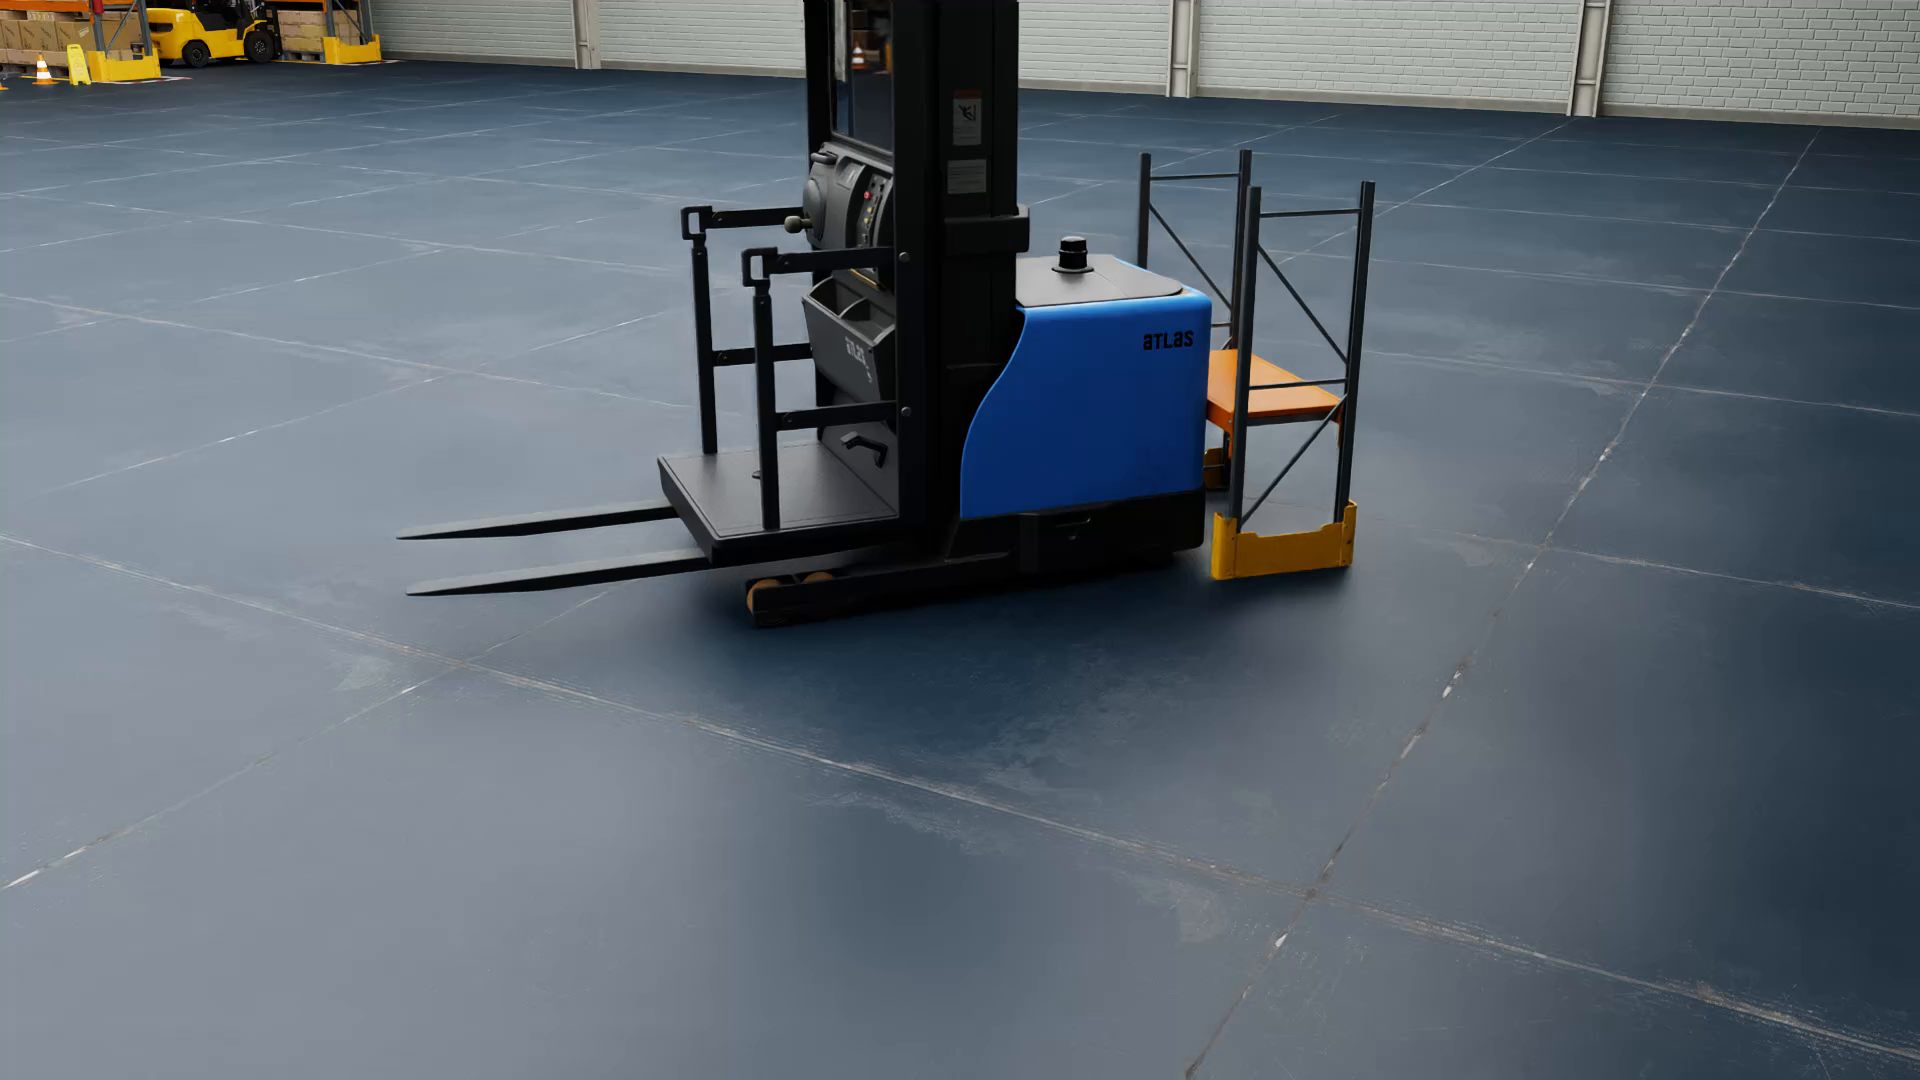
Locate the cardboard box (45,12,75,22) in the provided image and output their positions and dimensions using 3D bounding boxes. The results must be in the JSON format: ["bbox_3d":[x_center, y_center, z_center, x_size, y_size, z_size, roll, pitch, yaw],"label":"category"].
[{"bbox_3d":[-15.689,-9.123,28.981,0.250,0.149,0.380,12,23,29],"label":"cardboard box"}]

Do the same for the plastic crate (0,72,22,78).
[{"bbox_3d":[-17.031,-8.251,29.495,0.583,0.080,0.402,3,20,9],"label":"plastic crate"}]

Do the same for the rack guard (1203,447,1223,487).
[{"bbox_3d":[0.984,-0.329,7.406,0.587,0.250,0.087,-6,21,-16],"label":"rack guard"}]

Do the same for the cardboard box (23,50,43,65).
[{"bbox_3d":[-16.254,-8.597,29.582,0.500,0.250,0.500,10,22,25],"label":"cardboard box"}]

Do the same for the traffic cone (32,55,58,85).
[{"bbox_3d":[-15.514,-7.959,28.127,0.334,0.463,0.336,11,23,27],"label":"traffic cone"}]

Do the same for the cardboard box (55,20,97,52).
[{"bbox_3d":[-15.336,-8.777,28.978,0.500,0.500,0.500,11,23,28],"label":"cardboard box"}]

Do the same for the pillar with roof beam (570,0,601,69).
[{"bbox_3d":[-9.122,-11.867,26.383,0.400,9.000,9.100,11,23,27],"label":"pillar with roof beam"}]

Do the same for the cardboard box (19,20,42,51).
[{"bbox_3d":[-16.230,-8.948,29.452,0.500,0.500,0.500,10,22,26],"label":"cardboard box"}]

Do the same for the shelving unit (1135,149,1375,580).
[{"bbox_3d":[1.126,-0.754,6.744,0.587,1.500,1.083,-6,21,-16],"label":"shelving unit"}]

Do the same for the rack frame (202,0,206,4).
[{"bbox_3d":[-15.584,-11.607,34.465,0.127,3.000,1.000,11,23,27],"label":"rack frame"}]

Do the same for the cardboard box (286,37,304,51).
[{"bbox_3d":[-13.086,-9.916,33.220,0.500,0.250,0.500,11,23,27],"label":"cardboard box"}]

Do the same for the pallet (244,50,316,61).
[{"bbox_3d":[-13.841,-9.949,33.983,1.213,0.211,1.003,11,23,27],"label":"pallet"}]

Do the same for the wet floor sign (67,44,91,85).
[{"bbox_3d":[-14.865,-8.007,27.992,0.267,0.644,0.232,-16,26,-38],"label":"wet floor sign"}]

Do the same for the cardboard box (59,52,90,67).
[{"bbox_3d":[-15.367,-8.427,29.114,0.500,0.250,0.500,11,23,27],"label":"cardboard box"}]

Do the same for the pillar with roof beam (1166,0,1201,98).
[{"bbox_3d":[1.355,-9.871,20.882,0.400,9.000,9.100,11,23,27],"label":"pillar with roof beam"}]

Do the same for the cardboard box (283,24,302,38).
[{"bbox_3d":[-13.102,-10.156,33.148,0.500,0.250,0.500,11,22,27],"label":"cardboard box"}]

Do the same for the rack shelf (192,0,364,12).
[{"bbox_3d":[-13.838,-10.936,33.671,4.000,0.370,1.077,11,23,27],"label":"rack shelf"}]

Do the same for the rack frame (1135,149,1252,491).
[{"bbox_3d":[0.984,-0.917,7.194,0.500,1.500,0.032,-6,21,-16],"label":"rack frame"}]

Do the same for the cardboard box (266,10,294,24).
[{"bbox_3d":[-13.540,-10.465,33.265,0.500,0.250,0.500,11,23,28],"label":"cardboard box"}]

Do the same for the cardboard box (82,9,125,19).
[{"bbox_3d":[-18.538,-11.246,36.335,0.625,0.625,0.875,12,23,29],"label":"cardboard box"}]

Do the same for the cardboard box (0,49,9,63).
[{"bbox_3d":[-17.147,-8.770,30.059,0.500,0.250,0.500,12,23,30],"label":"cardboard box"}]

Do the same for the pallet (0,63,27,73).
[{"bbox_3d":[-17.398,-8.717,30.586,1.213,0.211,1.003,11,23,27],"label":"pallet"}]

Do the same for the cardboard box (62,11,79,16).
[{"bbox_3d":[-19.631,-11.606,36.561,0.250,0.149,0.380,10,22,25],"label":"cardboard box"}]

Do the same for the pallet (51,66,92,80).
[{"bbox_3d":[-15.268,-8.311,29.467,1.213,0.211,1.003,11,23,27],"label":"pallet"}]

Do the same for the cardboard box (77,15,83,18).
[{"bbox_3d":[-19.550,-11.301,36.671,0.500,0.500,0.500,12,23,29],"label":"cardboard box"}]

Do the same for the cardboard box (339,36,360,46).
[{"bbox_3d":[-12.425,-9.987,33.414,0.500,0.250,0.500,11,23,28],"label":"cardboard box"}]

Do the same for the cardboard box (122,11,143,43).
[{"bbox_3d":[-17.376,-11.027,35.733,0.625,0.625,0.875,10,22,25],"label":"cardboard box"}]

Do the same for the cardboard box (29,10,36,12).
[{"bbox_3d":[-20.519,-11.798,37.090,0.250,0.149,0.380,10,22,26],"label":"cardboard box"}]

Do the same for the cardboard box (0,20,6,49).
[{"bbox_3d":[-17.145,-9.122,29.931,0.500,0.500,0.500,12,23,29],"label":"cardboard box"}]

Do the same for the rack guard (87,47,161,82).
[{"bbox_3d":[-14.576,-8.301,29.017,0.348,0.500,1.175,11,23,27],"label":"rack guard"}]

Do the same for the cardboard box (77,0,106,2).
[{"bbox_3d":[-14.940,-9.344,28.594,0.250,0.149,0.380,12,23,29],"label":"cardboard box"}]

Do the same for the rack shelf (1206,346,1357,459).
[{"bbox_3d":[1.129,-0.582,6.797,0.538,0.185,1.000,-6,21,-16],"label":"rack shelf"}]

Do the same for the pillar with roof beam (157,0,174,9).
[{"bbox_3d":[-19.598,-13.862,31.885,0.400,9.000,9.100,11,23,27],"label":"pillar with roof beam"}]

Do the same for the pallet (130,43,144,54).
[{"bbox_3d":[-17.315,-10.610,35.804,1.213,0.211,1.003,11,23,27],"label":"pallet"}]

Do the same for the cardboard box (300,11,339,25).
[{"bbox_3d":[-12.646,-10.301,32.813,0.500,0.250,0.500,12,23,29],"label":"cardboard box"}]

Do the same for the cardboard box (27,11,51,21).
[{"bbox_3d":[-16.136,-9.210,29.221,0.250,0.149,0.380,12,23,30],"label":"cardboard box"}]

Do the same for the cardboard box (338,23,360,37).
[{"bbox_3d":[-12.401,-10.222,33.329,0.500,0.250,0.500,11,23,28],"label":"cardboard box"}]

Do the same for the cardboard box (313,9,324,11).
[{"bbox_3d":[-12.857,-10.535,33.460,0.500,0.250,0.500,11,23,27],"label":"cardboard box"}]

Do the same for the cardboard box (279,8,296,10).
[{"bbox_3d":[-13.733,-10.709,33.938,0.500,0.250,0.500,10,22,26],"label":"cardboard box"}]

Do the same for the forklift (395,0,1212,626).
[{"bbox_3d":[-0.599,-1.271,6.071,3.031,2.935,1.130,-7,21,-19],"label":"forklift"}]

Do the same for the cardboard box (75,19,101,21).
[{"bbox_3d":[-15.558,-9.027,29.668,0.500,0.500,0.500,10,22,25],"label":"cardboard box"}]
